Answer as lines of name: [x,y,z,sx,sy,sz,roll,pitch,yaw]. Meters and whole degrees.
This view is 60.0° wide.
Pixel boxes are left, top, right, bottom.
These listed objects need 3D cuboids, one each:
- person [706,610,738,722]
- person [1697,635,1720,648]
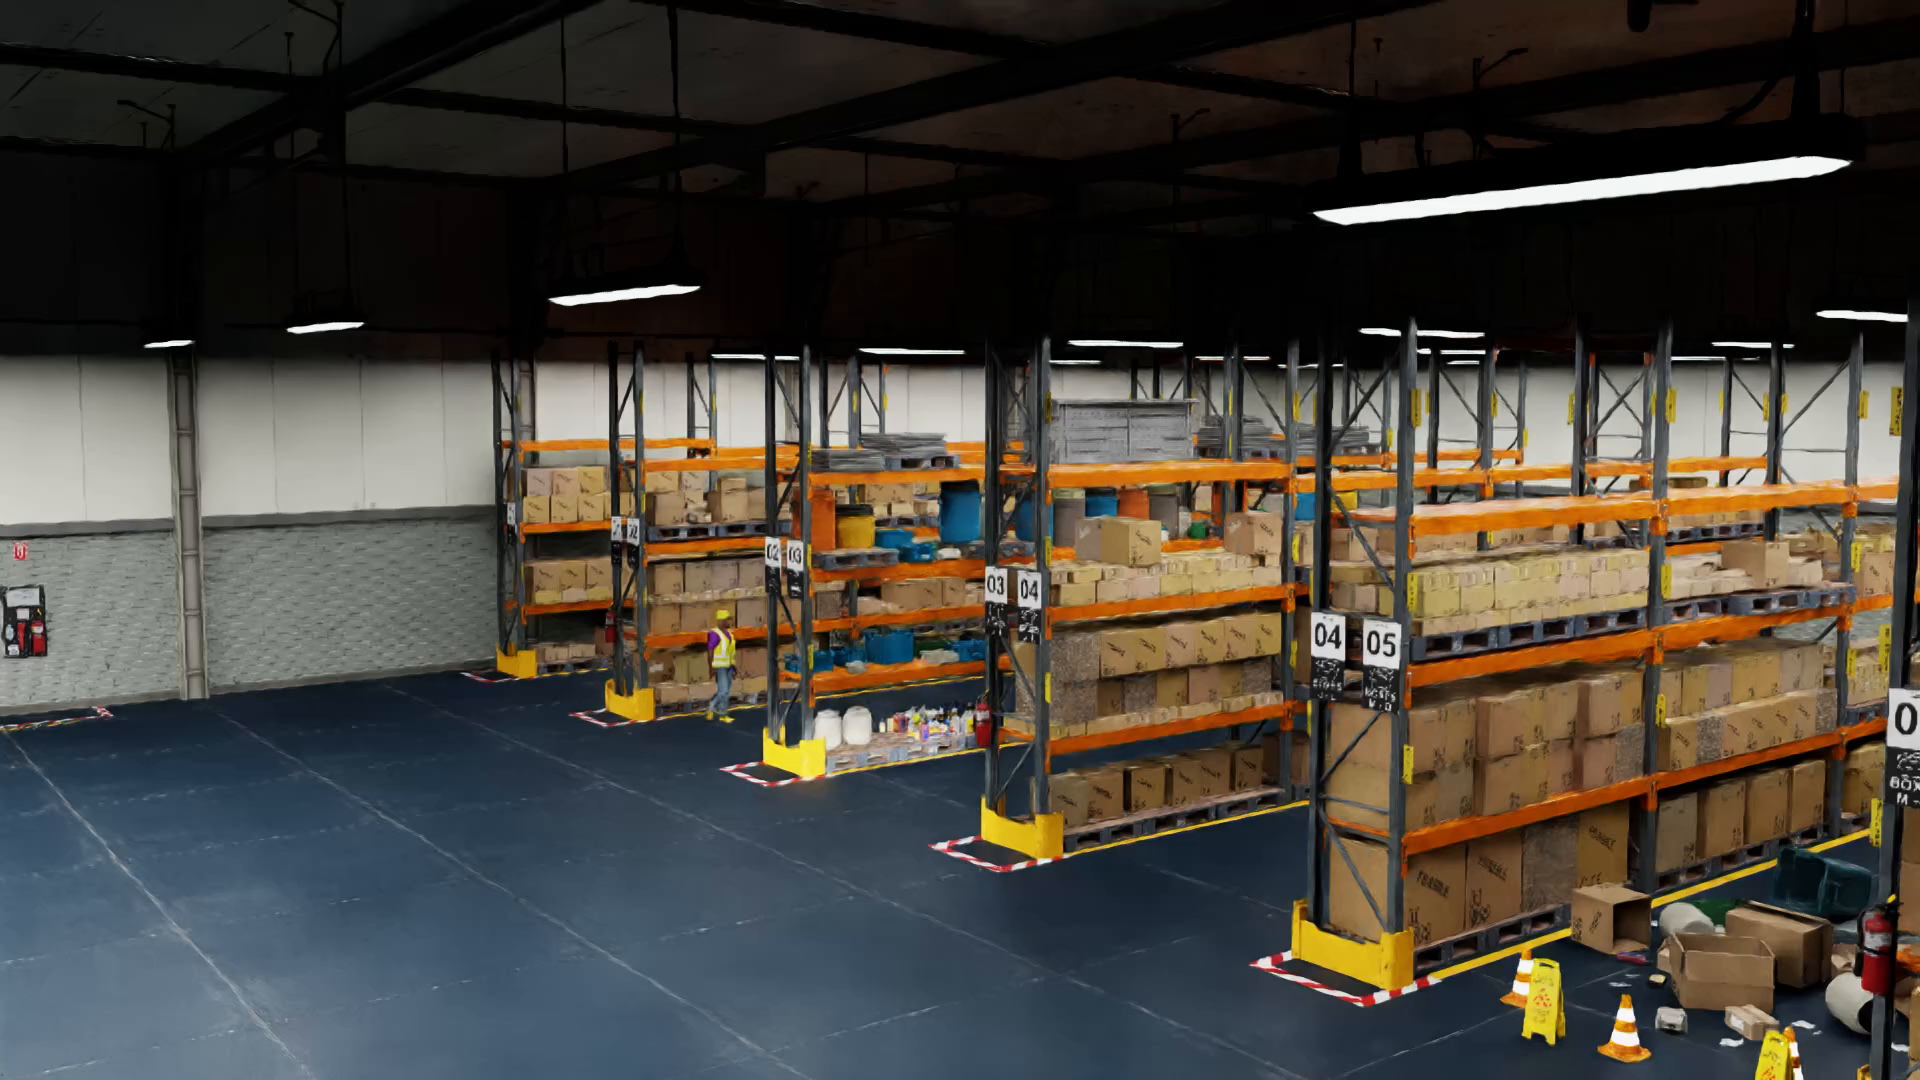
person: [-3.750,1.991,26.161,0.457,1.754,0.609,2,6,26]
person: [11.037,2.112,24.452,0.477,1.782,0.634,3,6,35]
